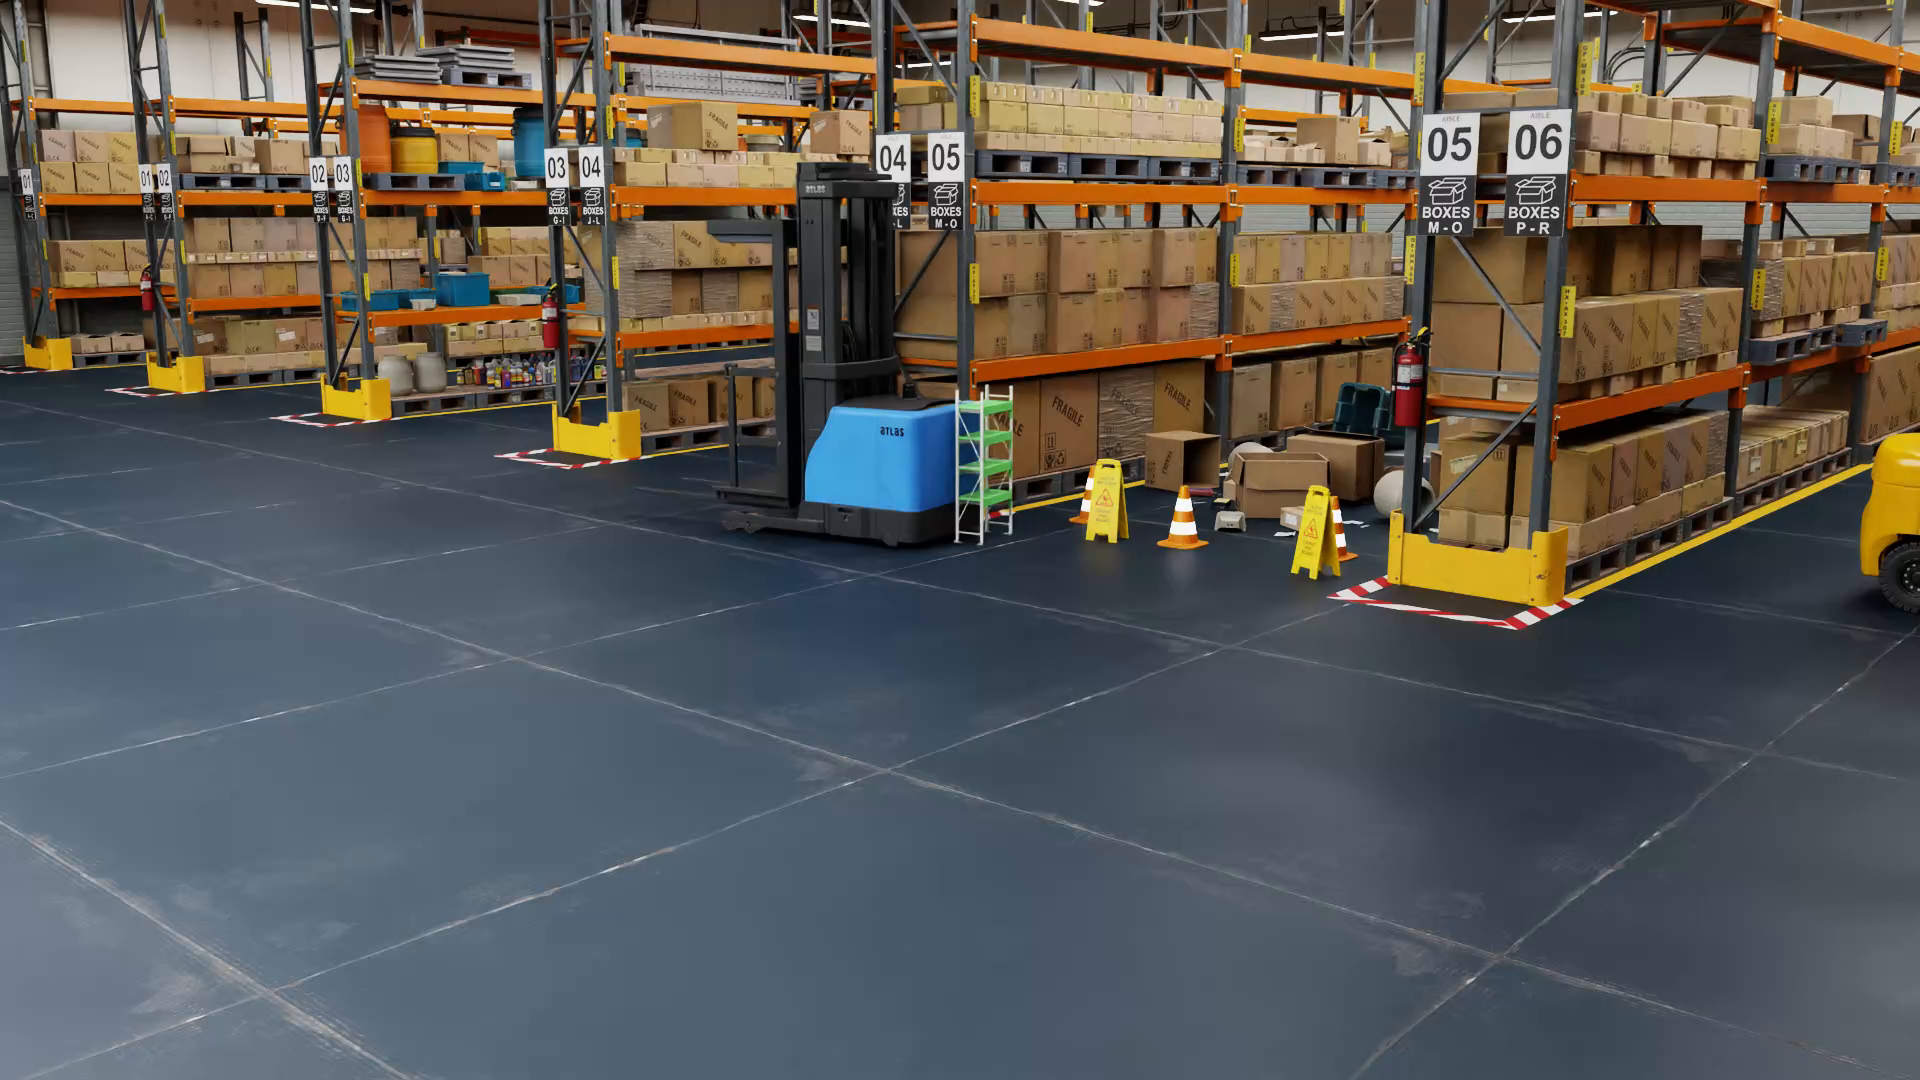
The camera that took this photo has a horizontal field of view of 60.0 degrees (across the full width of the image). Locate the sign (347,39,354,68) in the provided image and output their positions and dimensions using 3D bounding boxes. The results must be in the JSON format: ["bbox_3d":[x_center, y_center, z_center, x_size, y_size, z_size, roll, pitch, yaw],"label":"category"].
[{"bbox_3d":[-7.263,-5.802,19.819,0.100,0.325,0.005,10,15,40],"label":"sign"}]

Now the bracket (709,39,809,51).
[{"bbox_3d":[-5.140,-11.397,38.107,0.076,0.066,4.783,10,15,40],"label":"bracket"}]

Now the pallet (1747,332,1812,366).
[{"bbox_3d":[6.745,-1.701,14.559,1.003,0.211,1.213,10,15,40],"label":"pallet"}]

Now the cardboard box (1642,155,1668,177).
[{"bbox_3d":[4.804,-2.658,11.844,0.380,0.149,0.250,10,15,41],"label":"cardboard box"}]

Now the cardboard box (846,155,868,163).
[{"bbox_3d":[-1.310,-4.490,19.741,0.380,0.149,0.250,10,15,42],"label":"cardboard box"}]

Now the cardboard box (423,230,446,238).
[{"bbox_3d":[-10.241,-5.971,32.415,0.380,0.149,0.250,7,13,31],"label":"cardboard box"}]

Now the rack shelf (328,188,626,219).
[{"bbox_3d":[-6.353,-4.447,21.996,1.077,0.370,4.000,10,15,40],"label":"rack shelf"}]

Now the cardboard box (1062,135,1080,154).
[{"bbox_3d":[0.840,-3.498,14.723,0.380,0.149,0.250,10,15,41],"label":"cardboard box"}]

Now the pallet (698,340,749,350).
[{"bbox_3d":[-4.784,-3.769,31.541,1.003,0.211,1.213,10,15,40],"label":"pallet"}]

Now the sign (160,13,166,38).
[{"bbox_3d":[-10.979,-7.080,22.896,0.100,0.325,0.005,10,15,40],"label":"sign"}]

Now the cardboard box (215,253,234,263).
[{"bbox_3d":[-10.799,-4.112,24.227,0.380,0.149,0.250,9,15,39],"label":"cardboard box"}]

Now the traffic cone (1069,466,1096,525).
[{"bbox_3d":[1.123,-0.389,13.975,0.336,0.463,0.334,10,15,40],"label":"traffic cone"}]

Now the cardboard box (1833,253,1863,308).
[{"bbox_3d":[8.348,-2.510,16.035,0.500,0.500,0.500,9,15,39],"label":"cardboard box"}]

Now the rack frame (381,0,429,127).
[{"bbox_3d":[-8.751,-7.206,26.314,1.000,3.000,0.127,10,15,40],"label":"rack frame"}]

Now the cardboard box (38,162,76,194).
[{"bbox_3d":[-14.707,-5.862,26.938,0.500,0.500,0.500,10,15,42],"label":"cardboard box"}]

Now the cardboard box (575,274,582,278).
[{"bbox_3d":[-6.497,-4.561,29.031,0.380,0.149,0.250,10,15,40],"label":"cardboard box"}]

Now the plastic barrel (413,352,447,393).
[{"bbox_3d":[-6.965,-2.201,21.852,0.421,0.512,0.421,0,11,0],"label":"plastic barrel"}]

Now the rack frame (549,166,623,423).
[{"bbox_3d":[-3.953,-2.394,17.540,1.000,3.000,0.127,10,15,40],"label":"rack frame"}]

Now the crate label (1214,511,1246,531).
[{"bbox_3d":[2.220,-0.156,13.644,0.250,0.136,0.298,2,12,11],"label":"crate label"}]

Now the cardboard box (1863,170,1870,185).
[{"bbox_3d":[8.722,-3.564,16.380,0.380,0.149,0.250,10,15,40],"label":"cardboard box"}]

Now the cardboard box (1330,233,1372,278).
[{"bbox_3d":[4.350,-3.315,19.342,0.700,0.500,0.500,9,15,40],"label":"cardboard box"}]

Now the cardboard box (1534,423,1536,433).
[{"bbox_3d":[4.184,-0.907,12.472,0.380,0.149,0.250,10,15,41],"label":"cardboard box"}]

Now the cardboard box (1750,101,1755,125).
[{"bbox_3d":[7.076,-3.805,14.977,0.500,0.250,0.500,10,15,41],"label":"cardboard box"}]

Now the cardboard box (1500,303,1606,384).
[{"bbox_3d":[4.012,-1.342,11.255,0.500,0.500,0.500,9,15,39],"label":"cardboard box"}]

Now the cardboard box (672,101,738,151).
[{"bbox_3d":[-2.770,-4.489,18.077,0.500,0.500,0.500,10,15,40],"label":"cardboard box"}]

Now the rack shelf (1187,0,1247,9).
[{"bbox_3d":[2.648,-8.084,24.063,1.077,0.370,4.000,10,15,40],"label":"rack shelf"}]

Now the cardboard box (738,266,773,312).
[{"bbox_3d":[-2.628,-2.896,19.035,0.875,0.500,0.500,10,15,40],"label":"cardboard box"}]

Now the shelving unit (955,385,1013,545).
[{"bbox_3d":[0.193,-0.602,13.163,0.258,1.200,0.503,6,13,29],"label":"shelving unit"}]

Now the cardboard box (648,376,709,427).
[{"bbox_3d":[-3.159,-1.556,18.655,0.500,0.500,0.500,-7,13,-33],"label":"cardboard box"}]

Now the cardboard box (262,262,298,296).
[{"bbox_3d":[-10.399,-3.942,25.033,0.700,0.500,0.500,10,15,41],"label":"cardboard box"}]

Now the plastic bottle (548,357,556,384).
[{"bbox_3d":[-5.581,-2.332,22.868,0.144,0.351,0.185,10,15,40],"label":"plastic bottle"}]

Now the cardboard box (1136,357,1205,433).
[{"bbox_3d":[1.879,-1.407,16.950,0.875,0.875,0.875,10,15,41],"label":"cardboard box"}]

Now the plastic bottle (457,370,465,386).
[{"bbox_3d":[-6.790,-2.205,22.613,0.097,0.201,0.097,0,11,0],"label":"plastic bottle"}]

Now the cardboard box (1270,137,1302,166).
[{"bbox_3d":[3.674,-4.370,18.673,0.500,0.311,0.500,9,15,39],"label":"cardboard box"}]

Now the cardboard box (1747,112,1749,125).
[{"bbox_3d":[6.086,-3.365,13.349,0.380,0.149,0.250,10,15,42],"label":"cardboard box"}]

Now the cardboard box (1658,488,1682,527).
[{"bbox_3d":[5.260,-0.283,12.919,0.500,0.250,0.500,10,15,41],"label":"cardboard box"}]

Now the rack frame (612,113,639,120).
[{"bbox_3d":[-7.194,-9.023,35.411,1.000,3.000,0.127,10,15,40],"label":"rack frame"}]

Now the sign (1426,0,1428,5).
[{"bbox_3d":[5.406,-6.321,19.096,0.100,0.325,0.005,10,15,40],"label":"sign"}]

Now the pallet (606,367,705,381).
[{"bbox_3d":[-4.544,-2.376,24.569,1.003,0.211,1.213,10,15,40],"label":"pallet"}]

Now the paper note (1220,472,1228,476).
[{"bbox_3d":[2.583,-0.655,16.410,0.147,0.020,0.142,0,11,1],"label":"paper note"}]

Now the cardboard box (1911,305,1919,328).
[{"bbox_3d":[10.284,-2.483,18.368,0.500,0.250,0.500,10,15,40],"label":"cardboard box"}]

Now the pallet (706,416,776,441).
[{"bbox_3d":[-2.534,-1.332,19.339,1.003,0.211,1.213,10,15,40],"label":"pallet"}]

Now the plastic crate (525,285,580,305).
[{"bbox_3d":[-5.560,-3.352,22.716,0.499,0.251,0.616,10,15,40],"label":"plastic crate"}]

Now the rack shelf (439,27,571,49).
[{"bbox_3d":[-8.514,-10.006,33.682,1.077,0.370,4.000,10,15,40],"label":"rack shelf"}]

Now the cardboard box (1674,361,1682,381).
[{"bbox_3d":[5.289,-1.308,12.742,0.380,0.149,0.250,9,15,39],"label":"cardboard box"}]

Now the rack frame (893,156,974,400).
[{"bbox_3d":[-0.294,-1.738,14.254,1.000,3.000,0.127,10,15,40],"label":"rack frame"}]

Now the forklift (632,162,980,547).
[{"bbox_3d":[-1.357,-1.575,13.612,3.031,2.935,1.130,7,13,30],"label":"forklift"}]

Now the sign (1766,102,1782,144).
[{"bbox_3d":[6.544,-3.357,13.381,0.100,0.325,0.005,10,15,40],"label":"sign"}]

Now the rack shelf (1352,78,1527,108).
[{"bbox_3d":[6.307,-5.602,21.143,1.077,0.370,4.000,10,15,40],"label":"rack shelf"}]

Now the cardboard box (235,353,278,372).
[{"bbox_3d":[-10.543,-2.657,24.805,0.500,0.250,0.500,10,15,40],"label":"cardboard box"}]

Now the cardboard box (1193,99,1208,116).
[{"bbox_3d":[2.178,-4.188,16.141,0.380,0.149,0.250,10,15,40],"label":"cardboard box"}]

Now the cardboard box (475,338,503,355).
[{"bbox_3d":[-7.961,-3.224,27.642,0.500,0.250,0.500,10,15,42],"label":"cardboard box"}]

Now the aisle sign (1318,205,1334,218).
[{"bbox_3d":[6.431,-6.072,29.318,0.394,0.787,0.004,10,15,40],"label":"aisle sign"}]

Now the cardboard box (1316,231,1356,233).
[{"bbox_3d":[6.485,-5.083,28.709,0.500,0.500,0.500,10,15,41],"label":"cardboard box"}]
